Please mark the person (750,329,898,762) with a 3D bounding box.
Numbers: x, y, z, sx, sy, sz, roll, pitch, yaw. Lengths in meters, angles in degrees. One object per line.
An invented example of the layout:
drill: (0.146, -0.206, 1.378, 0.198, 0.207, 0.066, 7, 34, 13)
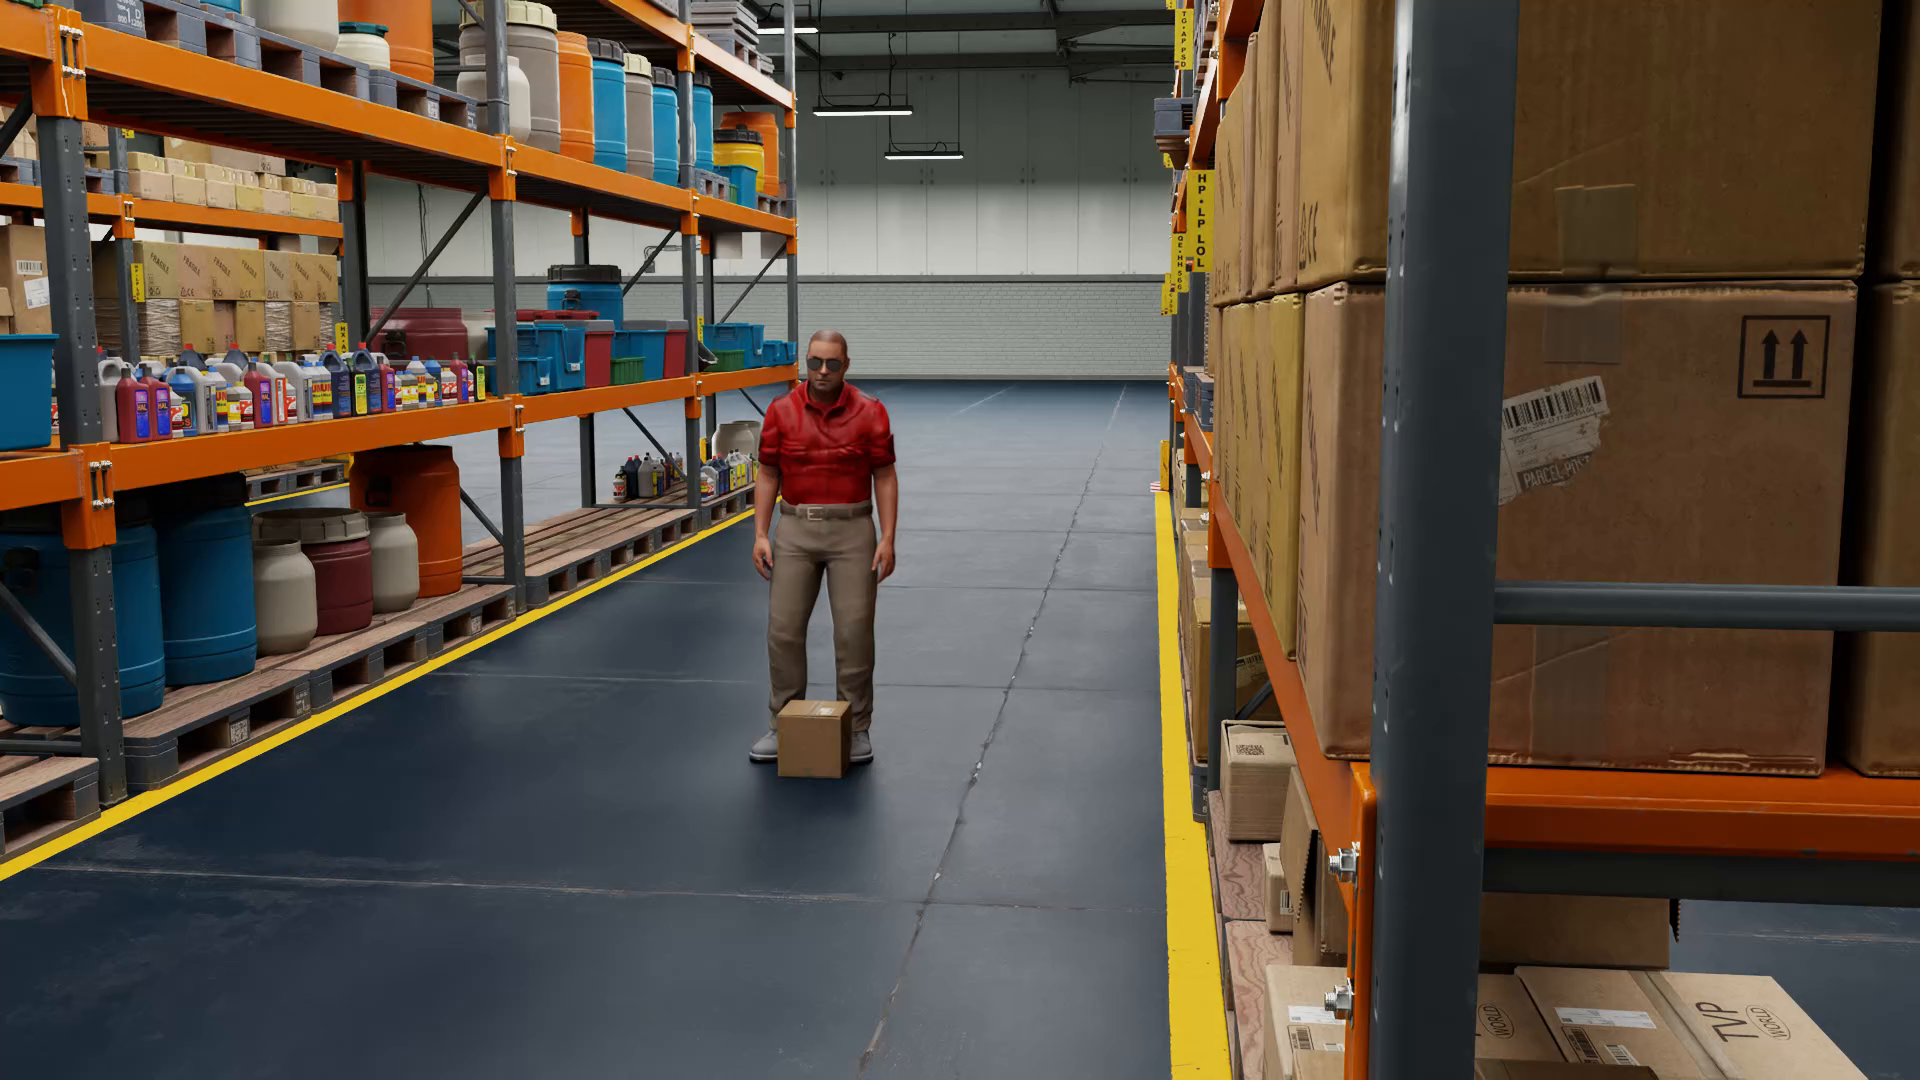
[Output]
person: (-0.548, 0.018, 6.713, 0.593, 1.725, 0.393, 0, 8, 3)
